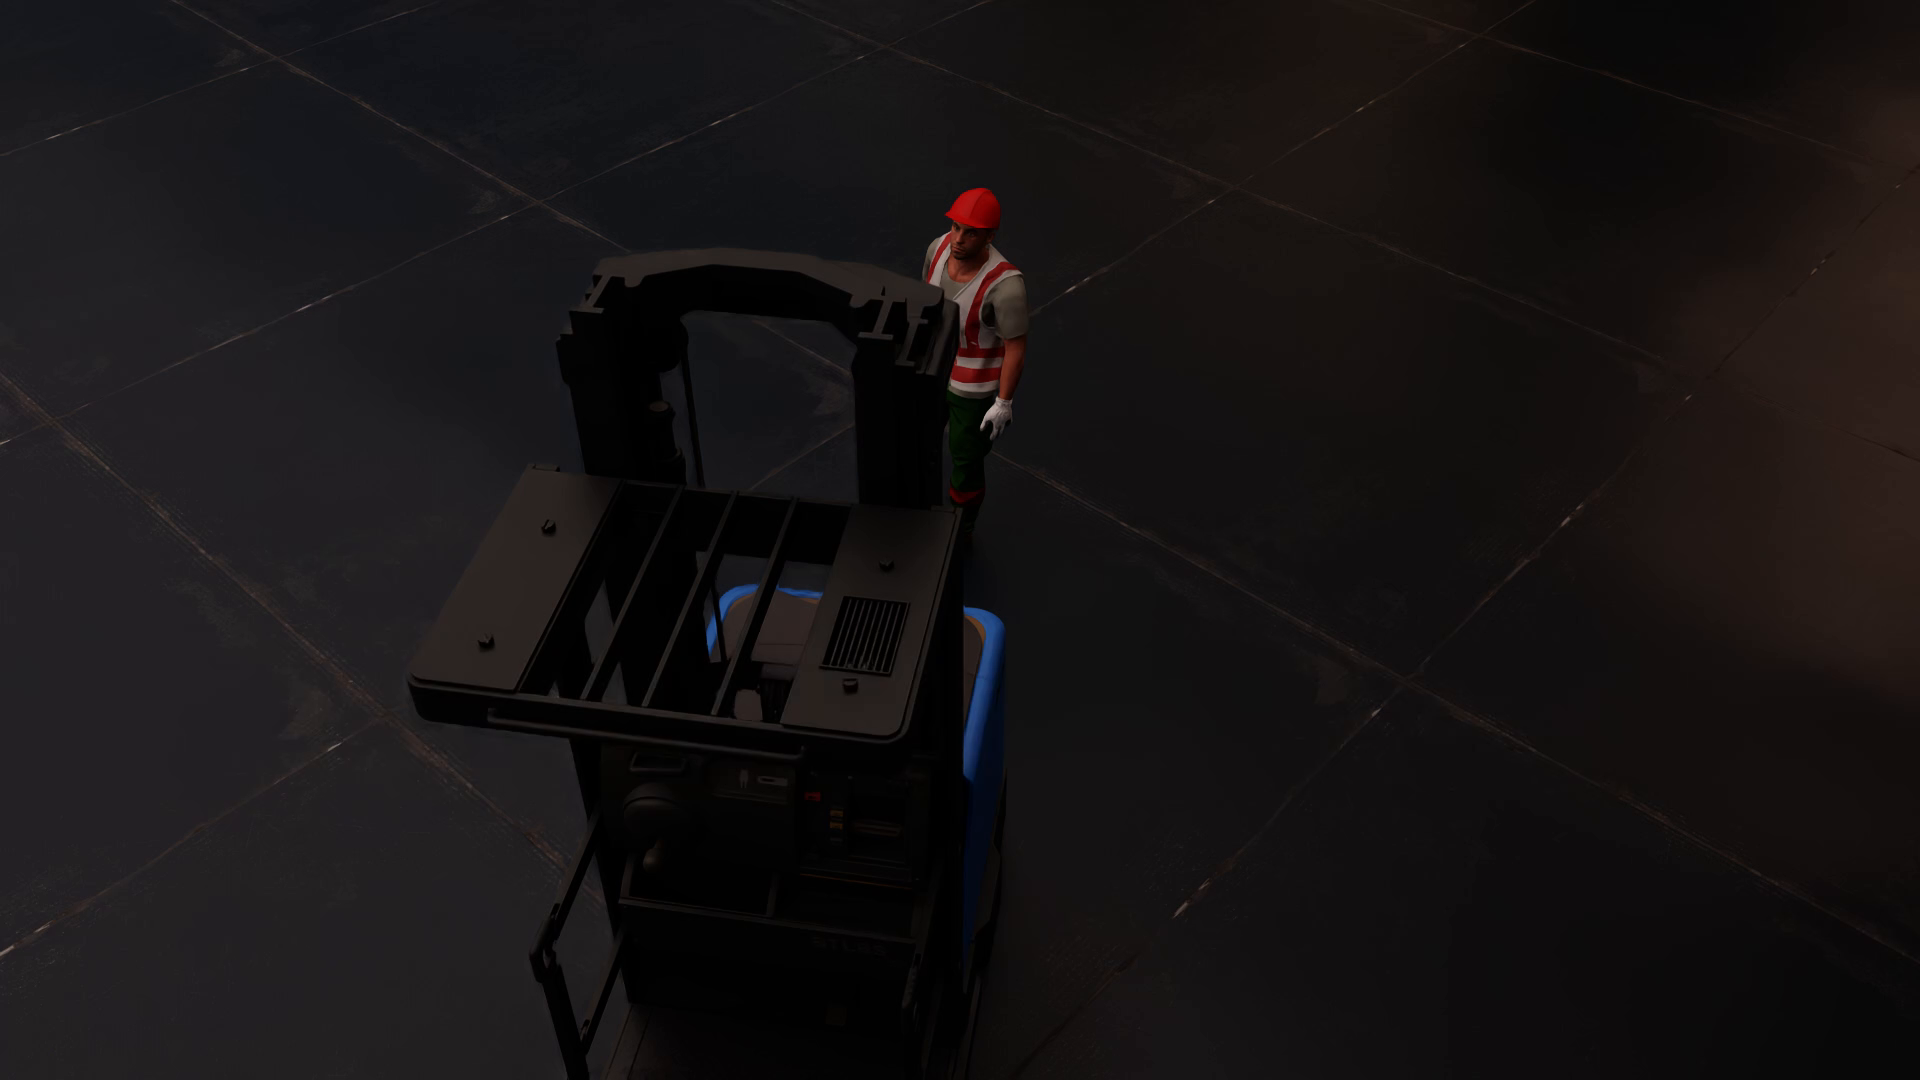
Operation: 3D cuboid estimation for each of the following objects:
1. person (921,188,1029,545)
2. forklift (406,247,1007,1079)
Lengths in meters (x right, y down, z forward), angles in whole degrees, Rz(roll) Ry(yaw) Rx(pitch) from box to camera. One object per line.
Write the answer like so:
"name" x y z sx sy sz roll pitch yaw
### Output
"person" -0.063 -0.650 7.052 0.638 1.789 0.562 31 49 31
"forklift" -0.574 0.842 4.446 1.130 2.935 3.031 6 41 7
